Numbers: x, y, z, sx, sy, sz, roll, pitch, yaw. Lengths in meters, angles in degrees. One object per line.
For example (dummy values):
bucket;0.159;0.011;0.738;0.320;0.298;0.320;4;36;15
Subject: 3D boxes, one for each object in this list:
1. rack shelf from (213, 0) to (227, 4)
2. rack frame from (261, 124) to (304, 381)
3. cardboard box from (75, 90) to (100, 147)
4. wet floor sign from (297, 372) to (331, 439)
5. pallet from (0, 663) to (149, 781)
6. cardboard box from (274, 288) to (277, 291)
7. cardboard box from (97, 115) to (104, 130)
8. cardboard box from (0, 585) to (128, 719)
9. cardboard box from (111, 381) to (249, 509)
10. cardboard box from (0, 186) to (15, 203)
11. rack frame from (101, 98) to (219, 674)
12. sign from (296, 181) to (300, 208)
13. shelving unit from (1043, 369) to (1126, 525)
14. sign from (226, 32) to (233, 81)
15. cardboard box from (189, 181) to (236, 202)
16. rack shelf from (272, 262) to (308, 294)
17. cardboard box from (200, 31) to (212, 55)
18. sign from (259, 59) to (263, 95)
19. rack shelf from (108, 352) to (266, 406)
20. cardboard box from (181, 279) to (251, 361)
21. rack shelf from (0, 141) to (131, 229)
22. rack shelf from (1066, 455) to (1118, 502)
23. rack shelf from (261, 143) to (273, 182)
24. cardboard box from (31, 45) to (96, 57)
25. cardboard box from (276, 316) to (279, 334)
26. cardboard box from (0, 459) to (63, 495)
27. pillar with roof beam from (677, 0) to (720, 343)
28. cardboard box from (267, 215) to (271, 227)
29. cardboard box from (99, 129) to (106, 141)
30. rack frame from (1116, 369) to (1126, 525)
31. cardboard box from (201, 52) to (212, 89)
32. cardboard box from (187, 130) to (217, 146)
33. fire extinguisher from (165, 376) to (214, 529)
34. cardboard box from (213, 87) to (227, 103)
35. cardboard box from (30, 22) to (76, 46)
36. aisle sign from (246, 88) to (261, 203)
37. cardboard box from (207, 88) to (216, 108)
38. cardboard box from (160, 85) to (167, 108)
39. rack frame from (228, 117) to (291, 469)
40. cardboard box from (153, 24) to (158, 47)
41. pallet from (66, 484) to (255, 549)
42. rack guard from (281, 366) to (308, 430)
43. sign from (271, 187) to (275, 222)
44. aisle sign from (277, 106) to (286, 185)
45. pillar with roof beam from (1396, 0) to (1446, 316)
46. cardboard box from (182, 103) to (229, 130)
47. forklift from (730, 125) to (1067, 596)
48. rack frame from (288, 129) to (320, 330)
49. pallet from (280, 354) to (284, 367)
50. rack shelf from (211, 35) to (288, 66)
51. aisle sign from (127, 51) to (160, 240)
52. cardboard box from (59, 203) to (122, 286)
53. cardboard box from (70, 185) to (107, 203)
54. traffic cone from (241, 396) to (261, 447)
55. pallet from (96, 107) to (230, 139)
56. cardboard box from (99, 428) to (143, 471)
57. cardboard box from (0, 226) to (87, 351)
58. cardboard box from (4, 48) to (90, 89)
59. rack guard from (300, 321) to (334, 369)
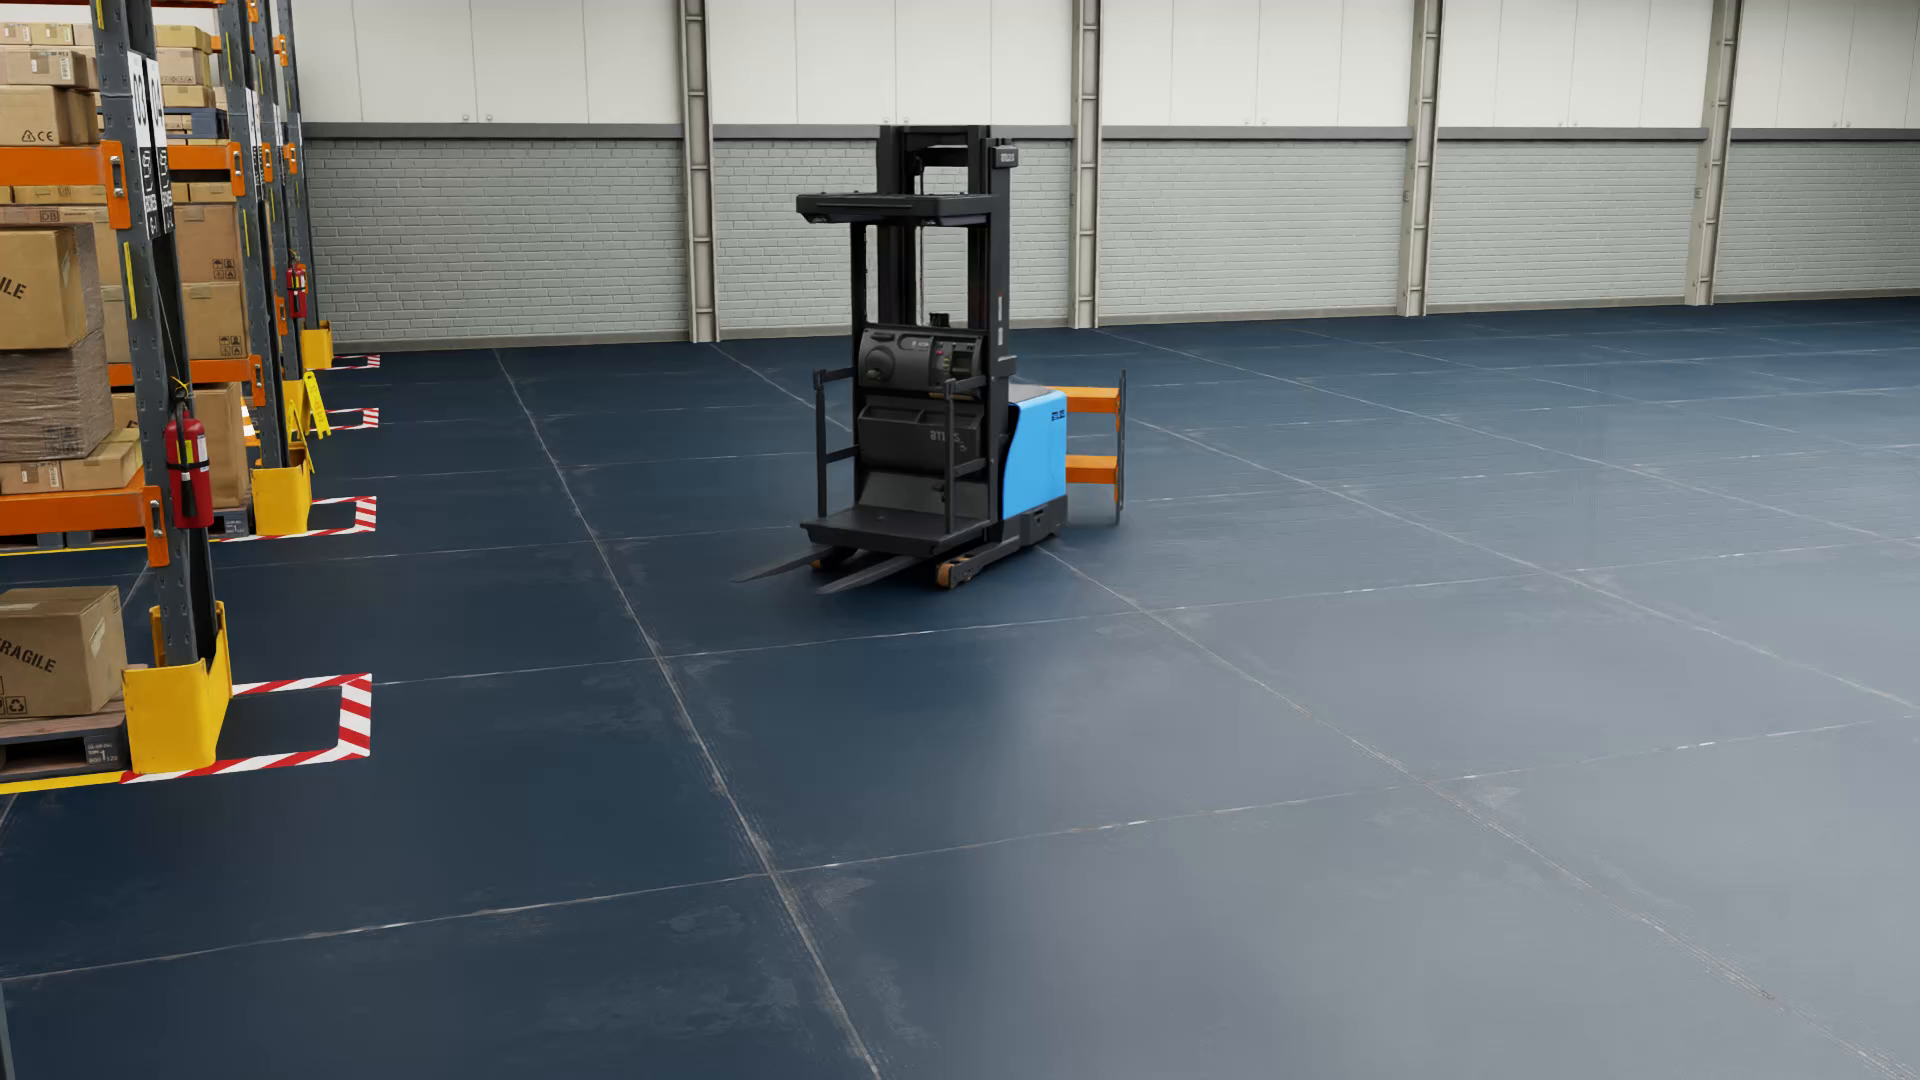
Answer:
rack shelf;-7.122;-3.847;11.289;4.000;0.370;1.077;-4;14;-18
rack frame;-6.901;-2.699;17.007;0.127;3.000;1.000;-4;14;-18
cardboard box;-4.279;-1.933;7.628;0.500;0.250;0.500;-4;14;-16
wet floor sign;-6.379;-1.333;16.352;0.232;0.644;0.267;0;13;1
pallet;-4.593;0.889;7.949;1.213;0.211;1.003;-4;14;-18
cardboard box;-9.003;-3.146;21.762;0.500;0.250;0.500;-5;14;-19
cardboard box;-8.267;-4.057;15.915;0.500;0.250;0.500;-4;14;-16
cardboard box;-4.337;0.529;7.932;0.500;0.500;0.500;-2;14;-8
cardboard box;-5.848;-0.727;12.400;0.875;0.875;0.875;-4;14;-18
cardboard box;-9.230;-3.132;15.810;0.500;0.500;0.700;-5;14;-19
rack frame;-3.740;-0.525;7.869;0.127;3.000;1.000;-4;14;-18
sign;-8.327;-4.346;20.916;0.005;0.325;0.100;-4;14;-18
shelving unit;0.730;-0.735;12.800;1.048;1.125;0.538;2;14;8
sign;-5.066;-3.352;11.529;0.005;0.325;0.100;-4;14;-18
cardboard box;-7.315;-3.293;16.485;0.500;0.500;0.700;-5;14;-19
rack shelf;-10.383;-3.290;21.045;4.000;0.370;1.077;-4;14;-18
cardboard box;-5.644;-3.644;12.193;0.250;0.149;0.380;-4;14;-17
sign;-6.743;-4.466;16.039;0.005;0.325;0.100;-4;14;-18
rack shelf;-7.122;-1.123;11.937;4.000;0.370;1.077;-4;14;-18
cardboard box;-5.563;-1.656;12.300;0.550;0.550;0.875;-4;14;-18
rack shelf;-5.636;-1.487;6.985;4.000;0.370;1.077;-4;14;-18
rack shelf;0.730;-0.497;12.857;1.000;0.278;0.538;2;14;8
rack shelf;-8.796;-3.661;16.122;4.000;0.370;1.077;-4;14;-18
cardboard box;-6.075;-3.270;11.486;0.500;0.250;0.500;-4;14;-18
cardboard box;-8.849;-2.793;21.355;0.500;0.250;0.500;-5;14;-19
cardboard box;-4.181;-0.319;7.543;0.250;0.149;0.380;-4;14;-18
pillar with roof beam;-2.375;-6.351;19.395;0.400;9.000;9.100;-4;14;-18
cardboard box;-8.727;-4.064;21.130;0.250;0.149;0.380;-4;14;-17
cardboard box;-8.120;-3.878;16.023;0.250;0.149;0.380;-5;14;-19
rack frame;1.233;-0.718;12.729;0.032;1.125;0.500;2;14;8
cardboard box;-5.765;-3.425;12.137;0.500;0.250;0.500;-4;14;-18
cardboard box;-7.375;-3.923;16.213;0.250;0.149;0.380;-4;14;-18
fire extinguisher;-3.485;-0.395;7.489;0.183;0.674;0.296;-4;14;-18
cardboard box;-7.127;-4.334;16.219;0.250;0.149;0.380;-4;14;-18
cardboard box;-6.162;-3.443;11.349;0.250;0.149;0.380;-4;14;-17
aisle sign;-5.063;-2.825;11.919;0.004;0.787;0.394;-4;14;-18
cardboard box;-5.653;-3.256;12.285;0.250;0.149;0.380;-4;14;-18
cardboard box;-5.672;-3.093;11.603;0.250;0.149;0.380;-4;14;-18
rack frame;-5.226;-1.621;12.474;0.127;3.000;1.000;-4;14;-18
cardboard box;-5.674;-3.481;11.510;0.250;0.149;0.380;-4;14;-18
pallet;-5.959;-0.188;12.476;1.213;0.211;1.003;-4;14;-18
rack guard;-6.973;-1.477;17.272;0.348;0.500;1.175;-4;14;-18
sign;-6.743;-3.293;16.318;0.005;0.325;0.100;-4;14;-18
aisle sign;-6.941;-4.036;17.011;0.004;0.787;0.394;-4;14;-18
pillar with roof beam;8.998;-7.236;23.119;0.400;9.000;9.100;-4;14;-18
cardboard box;-7.300;-4.133;16.235;0.500;0.250;0.500;-5;14;-19
forklift;-0.370;-1.230;10.978;1.130;2.935;3.031;7;15;28
rack frame;-8.487;-3.787;21.582;0.127;3.000;1.000;-4;14;-18
pallet;-9.199;-2.365;21.629;1.213;0.211;1.003;-4;14;-18
rack shelf;-10.383;-6.014;20.397;4.000;0.370;1.077;-4;14;-18
aisle sign;-3.586;-1.729;7.311;0.004;0.787;0.394;-4;14;-18
cardboard box;-6.082;-2.139;11.997;0.550;0.550;0.875;-4;14;-18
cardboard box;-8.248;-3.197;16.082;0.500;0.500;0.700;-5;14;-19
traffic cone;-6.897;-1.150;15.978;0.334;0.463;0.336;-4;14;-18
pallet;-5.926;-2.980;11.897;1.213;0.211;1.003;-4;14;-18
cardboard box;-4.086;-0.434;8.030;0.250;0.149;0.380;-4;14;-18
cardboard box;-4.183;-1.110;7.309;0.500;0.500;0.500;-4;14;-18
cardboard box;-3.904;-2.017;7.119;0.250;0.149;0.380;-4;14;-18
rack guard;-8.465;-2.573;21.879;0.348;0.500;1.175;-4;14;-18
